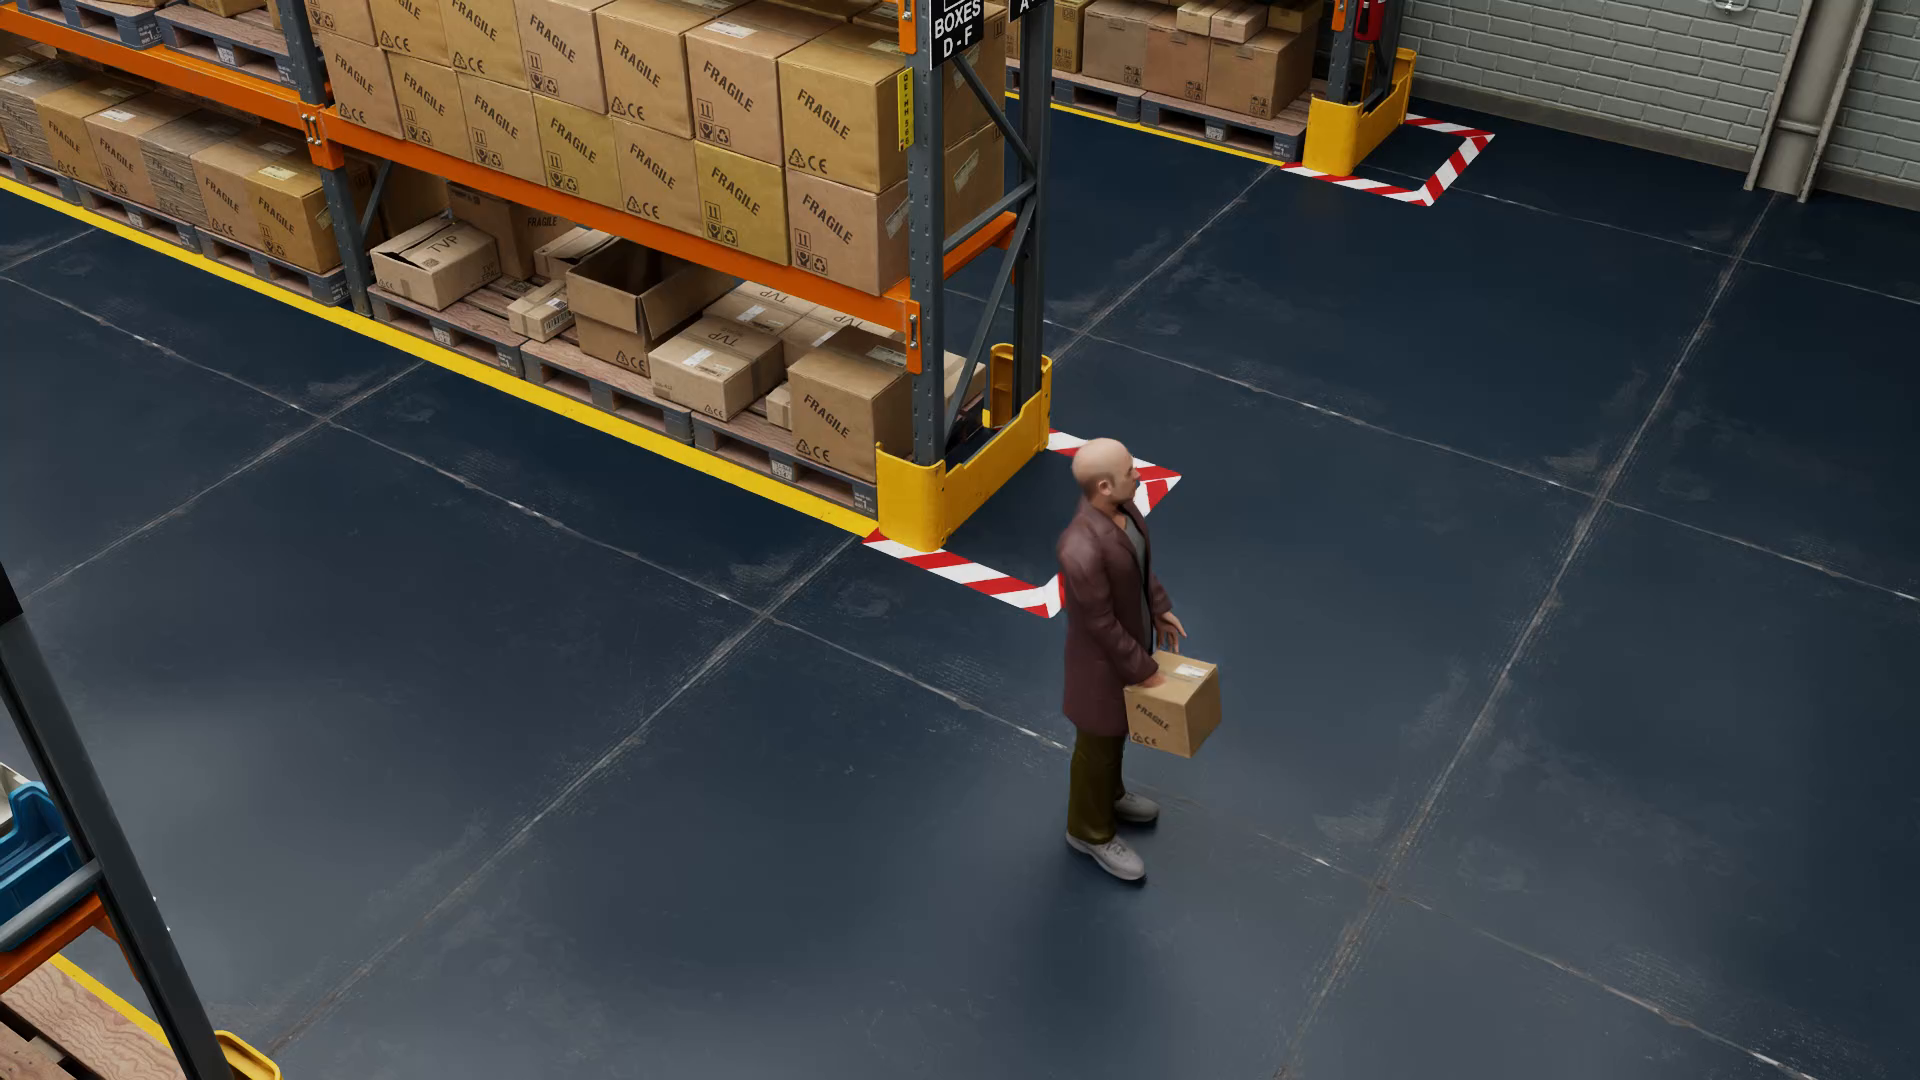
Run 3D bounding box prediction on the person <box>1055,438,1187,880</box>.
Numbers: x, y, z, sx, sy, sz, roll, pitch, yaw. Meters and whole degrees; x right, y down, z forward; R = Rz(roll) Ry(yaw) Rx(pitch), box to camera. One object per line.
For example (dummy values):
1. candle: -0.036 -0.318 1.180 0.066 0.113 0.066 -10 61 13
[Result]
1. person: 0.595 0.418 6.142 0.469 1.784 0.603 11 39 14
